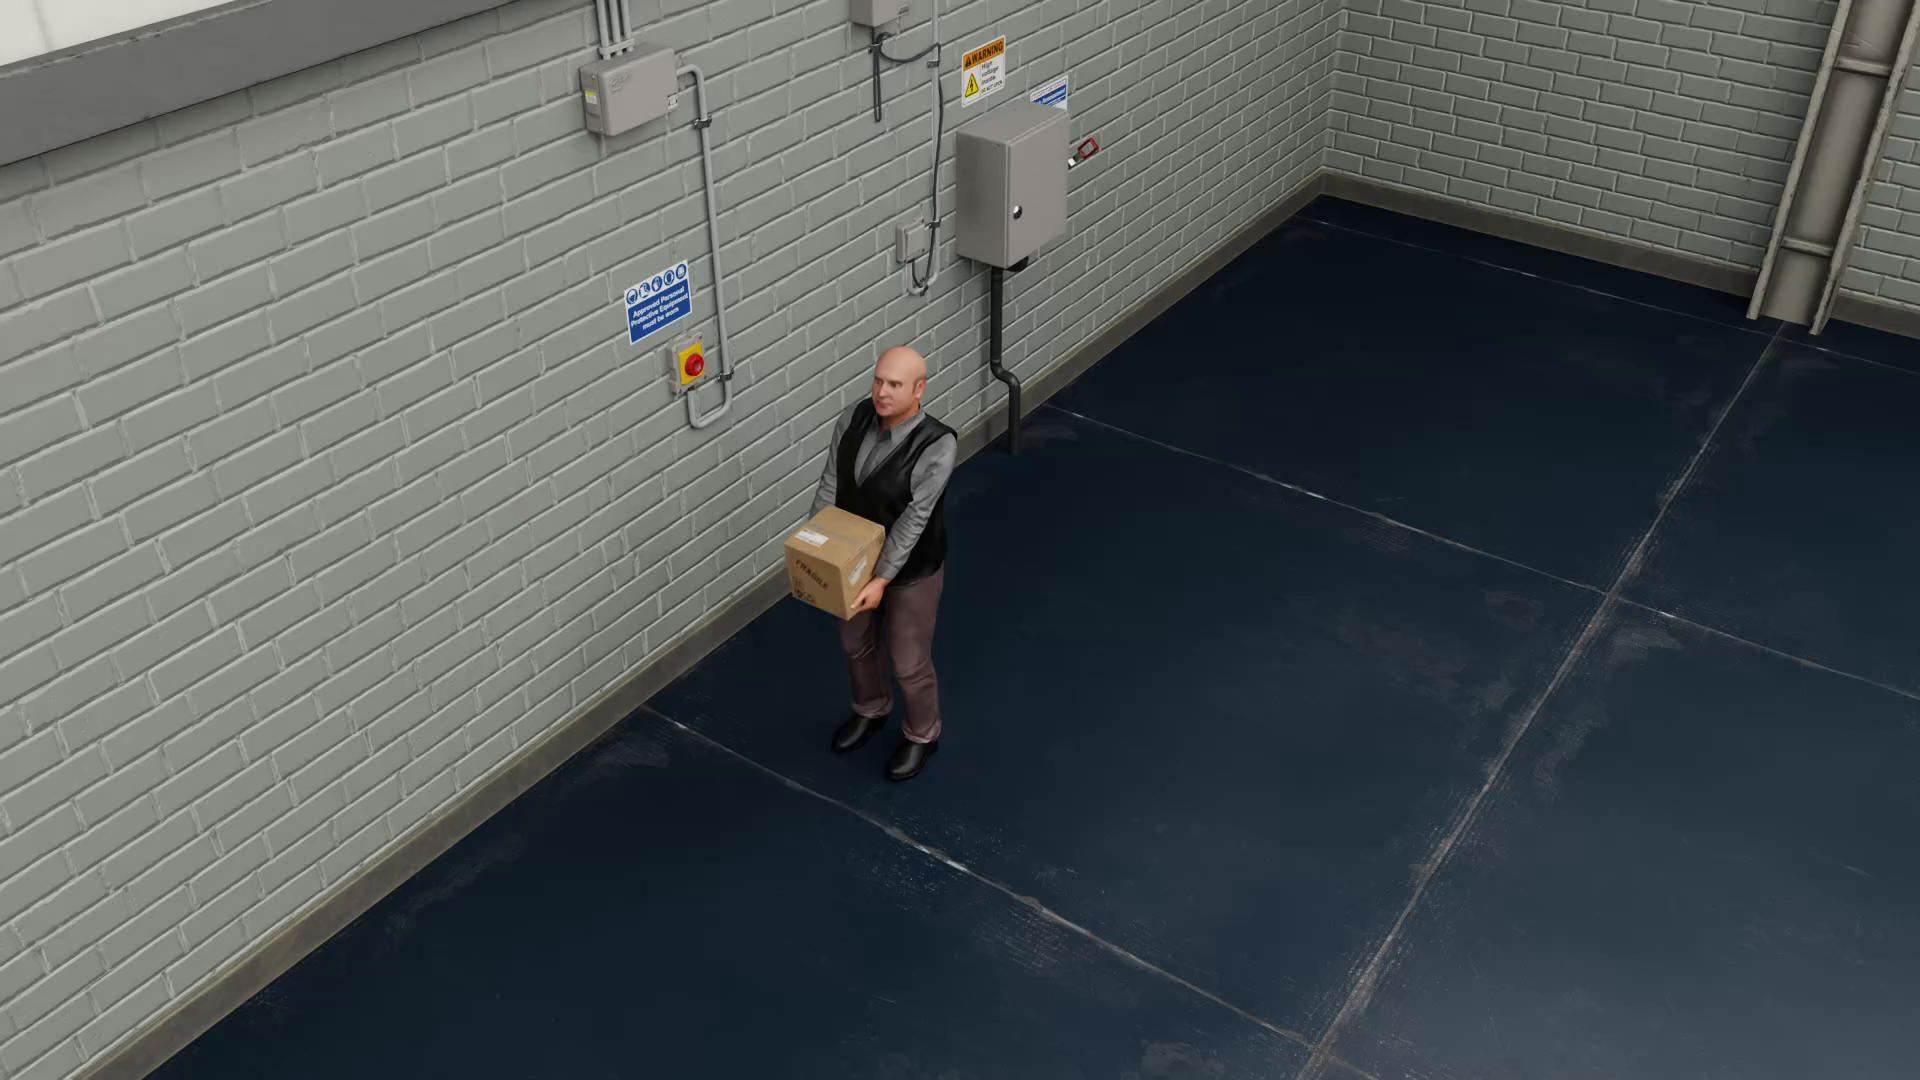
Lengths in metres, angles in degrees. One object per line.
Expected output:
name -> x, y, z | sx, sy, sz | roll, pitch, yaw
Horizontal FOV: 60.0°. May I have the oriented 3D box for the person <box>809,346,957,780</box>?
person -> -0.302, 0.134, 5.978 | 0.494, 1.711, 0.560 | 22, 40, 29
